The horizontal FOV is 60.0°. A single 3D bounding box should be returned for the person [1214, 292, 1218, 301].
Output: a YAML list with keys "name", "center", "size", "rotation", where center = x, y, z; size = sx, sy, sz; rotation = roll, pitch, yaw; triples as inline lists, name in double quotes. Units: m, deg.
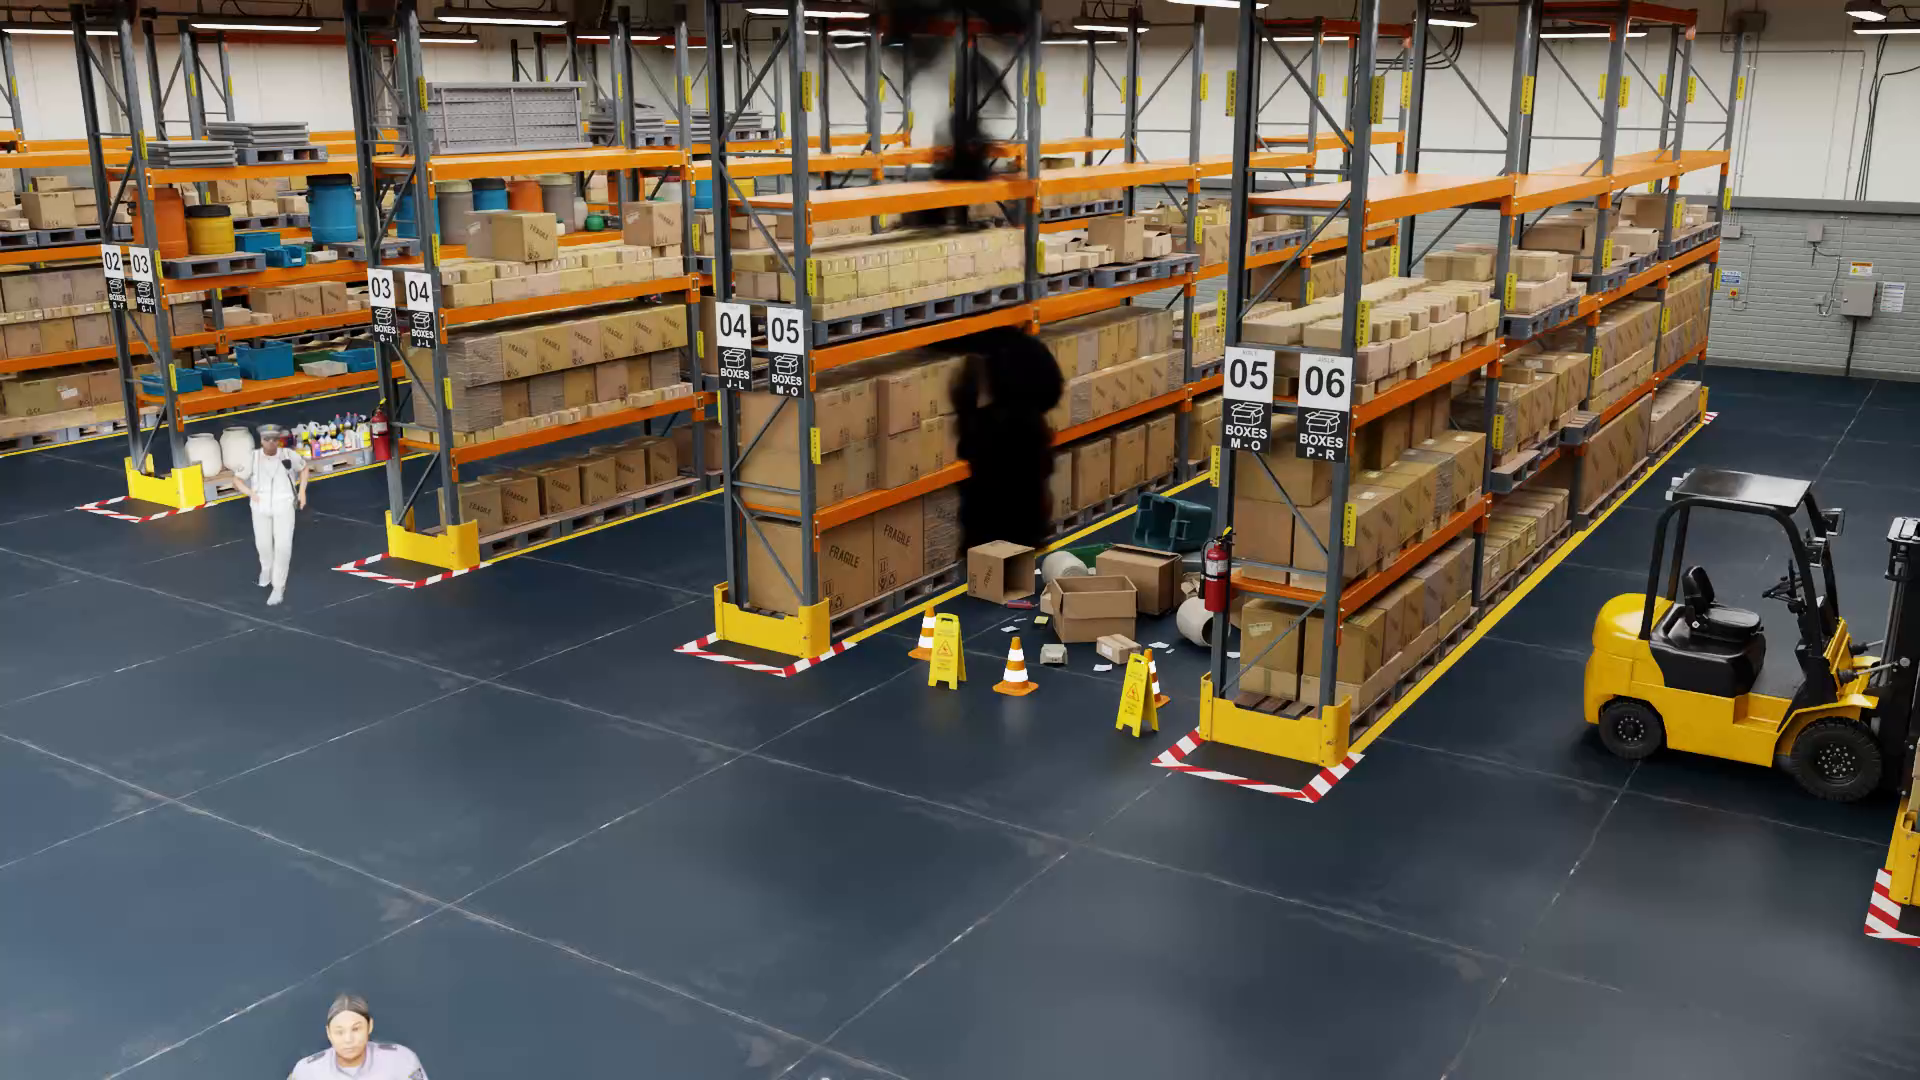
- name: "person"
  center: [4.453, -3.336, 28.009]
  size: [0.722, 1.752, 0.632]
  rotation: [13, 20, 38]

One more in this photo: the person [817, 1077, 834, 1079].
- name: "person"
  center: [-0.504, 2.758, 6.290]
  size: [0.609, 1.617, 0.615]
  rotation: [0, 16, -1]

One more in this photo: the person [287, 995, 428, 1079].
- name: "person"
  center: [-2.451, 2.608, 6.838]
  size: [0.620, 1.612, 0.813]
  rotation: [-5, 16, -18]

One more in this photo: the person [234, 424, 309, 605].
- name: "person"
  center: [-7.035, -0.309, 17.057]
  size: [0.703, 1.815, 0.885]
  rotation: [-4, 16, -15]
